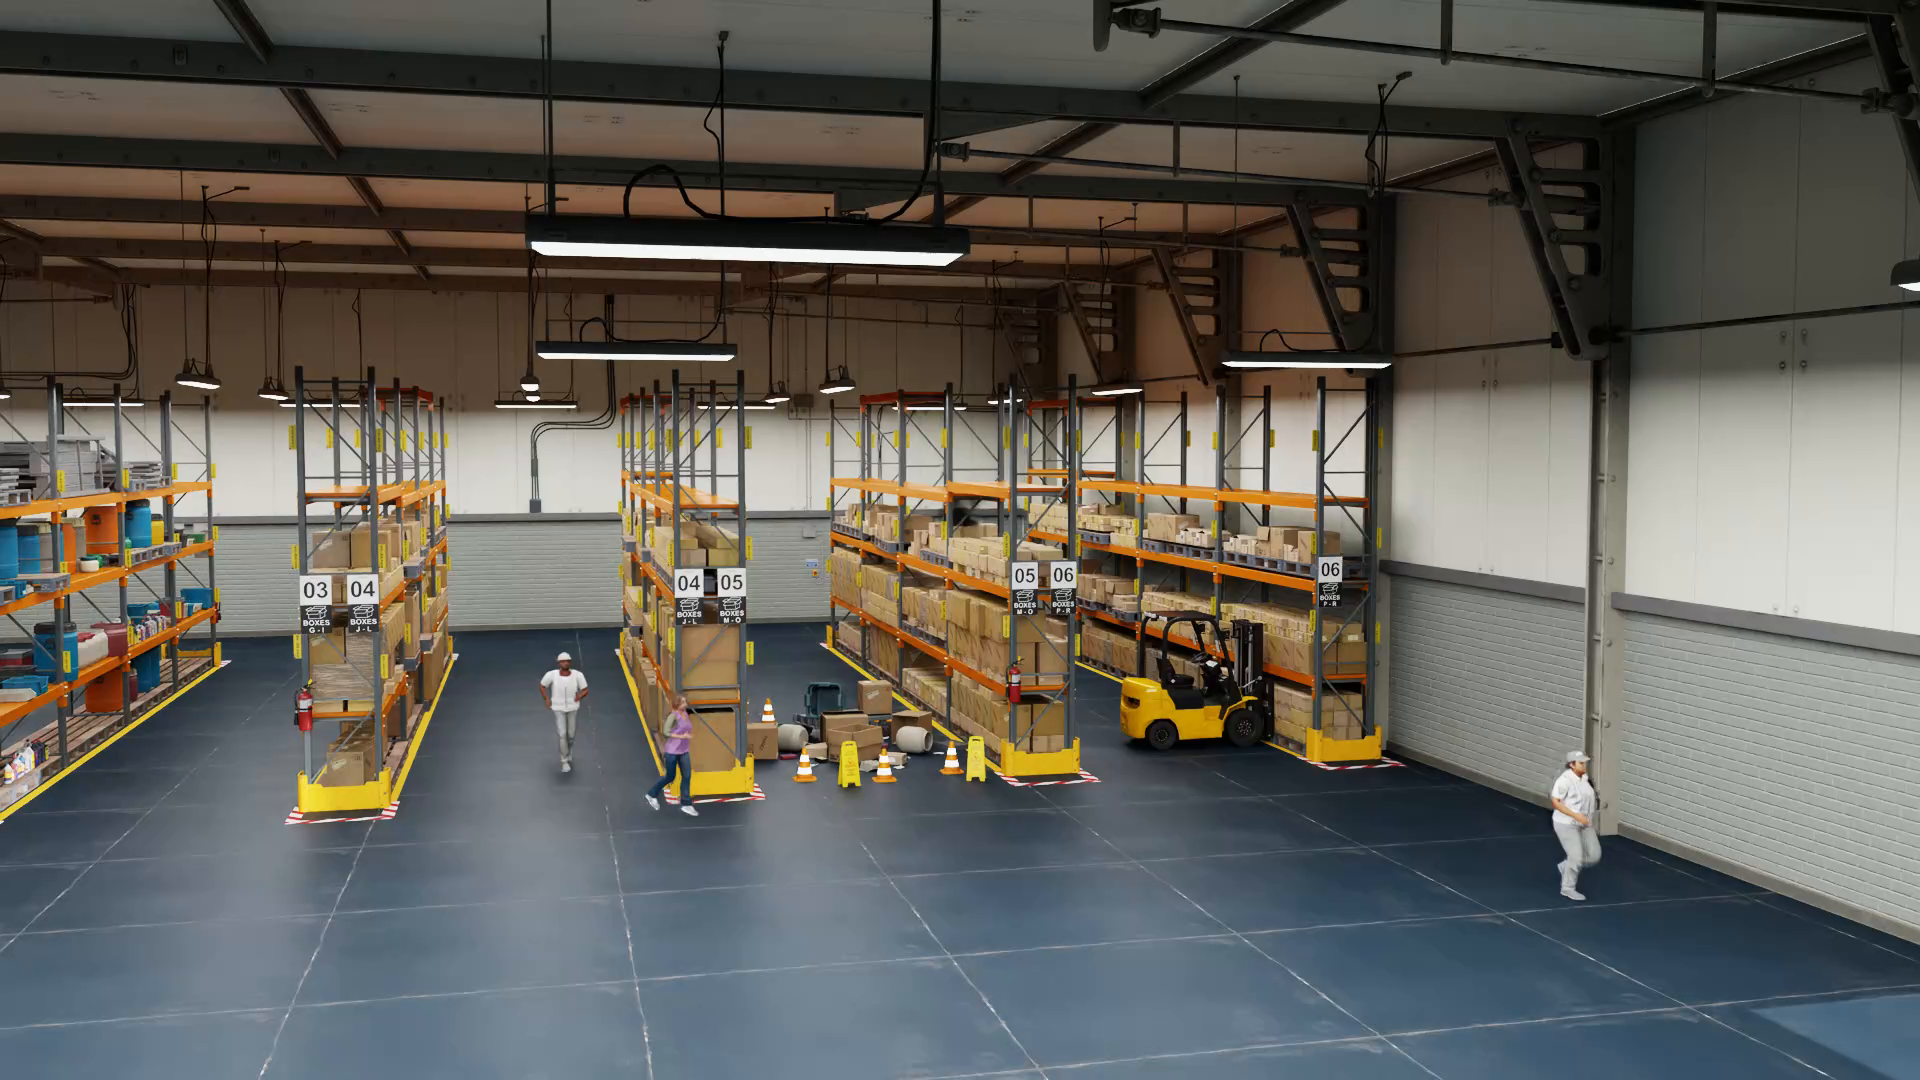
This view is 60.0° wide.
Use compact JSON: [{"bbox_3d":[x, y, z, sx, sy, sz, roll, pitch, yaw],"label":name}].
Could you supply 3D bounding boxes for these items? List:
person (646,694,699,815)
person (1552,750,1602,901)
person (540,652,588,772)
[{"bbox_3d":[-3.816,2.863,22.330,0.829,1.598,0.553,2,4,28],"label":"person"},{"bbox_3d":[6.704,3.105,18.157,0.611,1.631,0.545,-2,4,-34],"label":"person"},{"bbox_3d":[-6.027,2.598,25.400,0.708,1.773,0.847,-1,4,-22],"label":"person"}]
